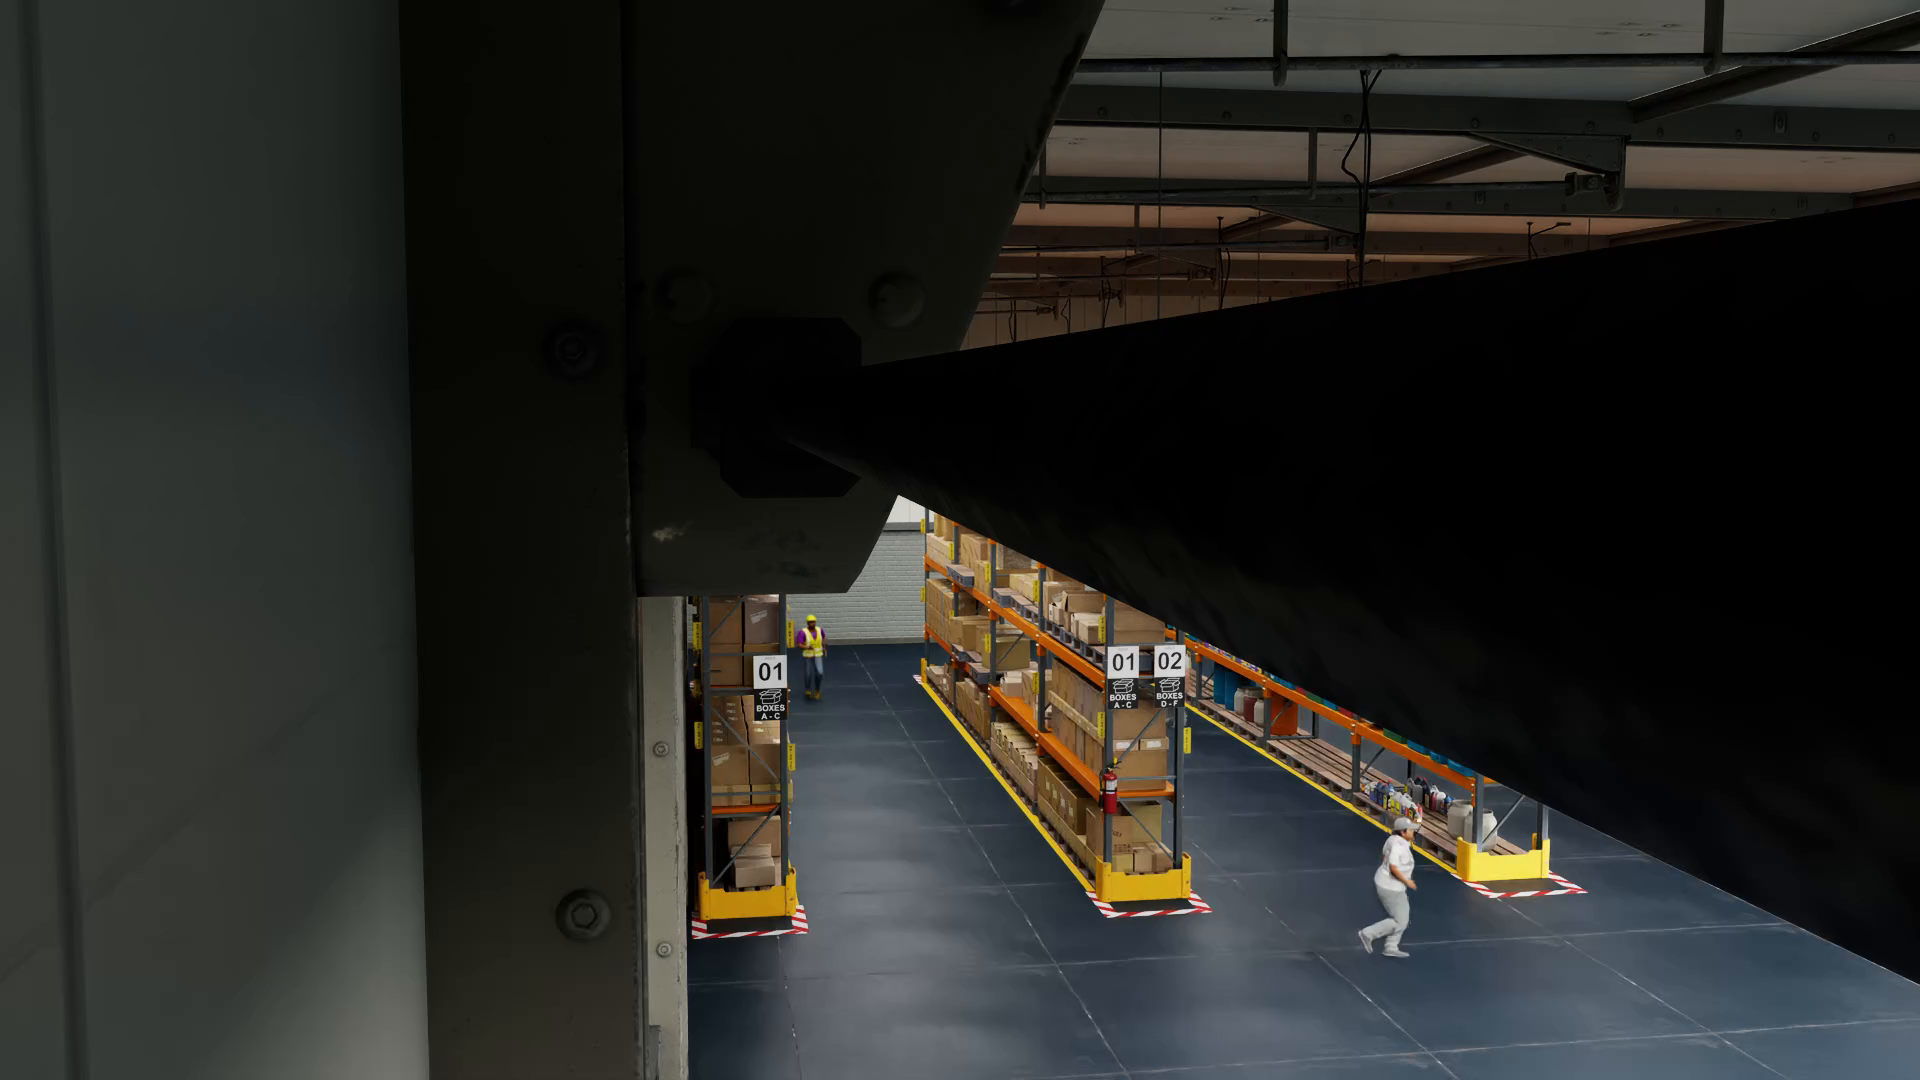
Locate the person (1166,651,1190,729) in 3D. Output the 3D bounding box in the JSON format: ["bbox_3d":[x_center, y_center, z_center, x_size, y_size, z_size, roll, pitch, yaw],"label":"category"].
[{"bbox_3d":[4.101,2.738,31.532,0.579,1.695,0.465,2,6,25],"label":"person"}]

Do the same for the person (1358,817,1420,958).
[{"bbox_3d":[4.832,3.901,18.667,0.603,1.613,0.608,1,5,9],"label":"person"}]

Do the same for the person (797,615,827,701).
[{"bbox_3d":[-3.045,2.433,34.378,0.662,1.786,0.809,-2,5,-18],"label":"person"}]
